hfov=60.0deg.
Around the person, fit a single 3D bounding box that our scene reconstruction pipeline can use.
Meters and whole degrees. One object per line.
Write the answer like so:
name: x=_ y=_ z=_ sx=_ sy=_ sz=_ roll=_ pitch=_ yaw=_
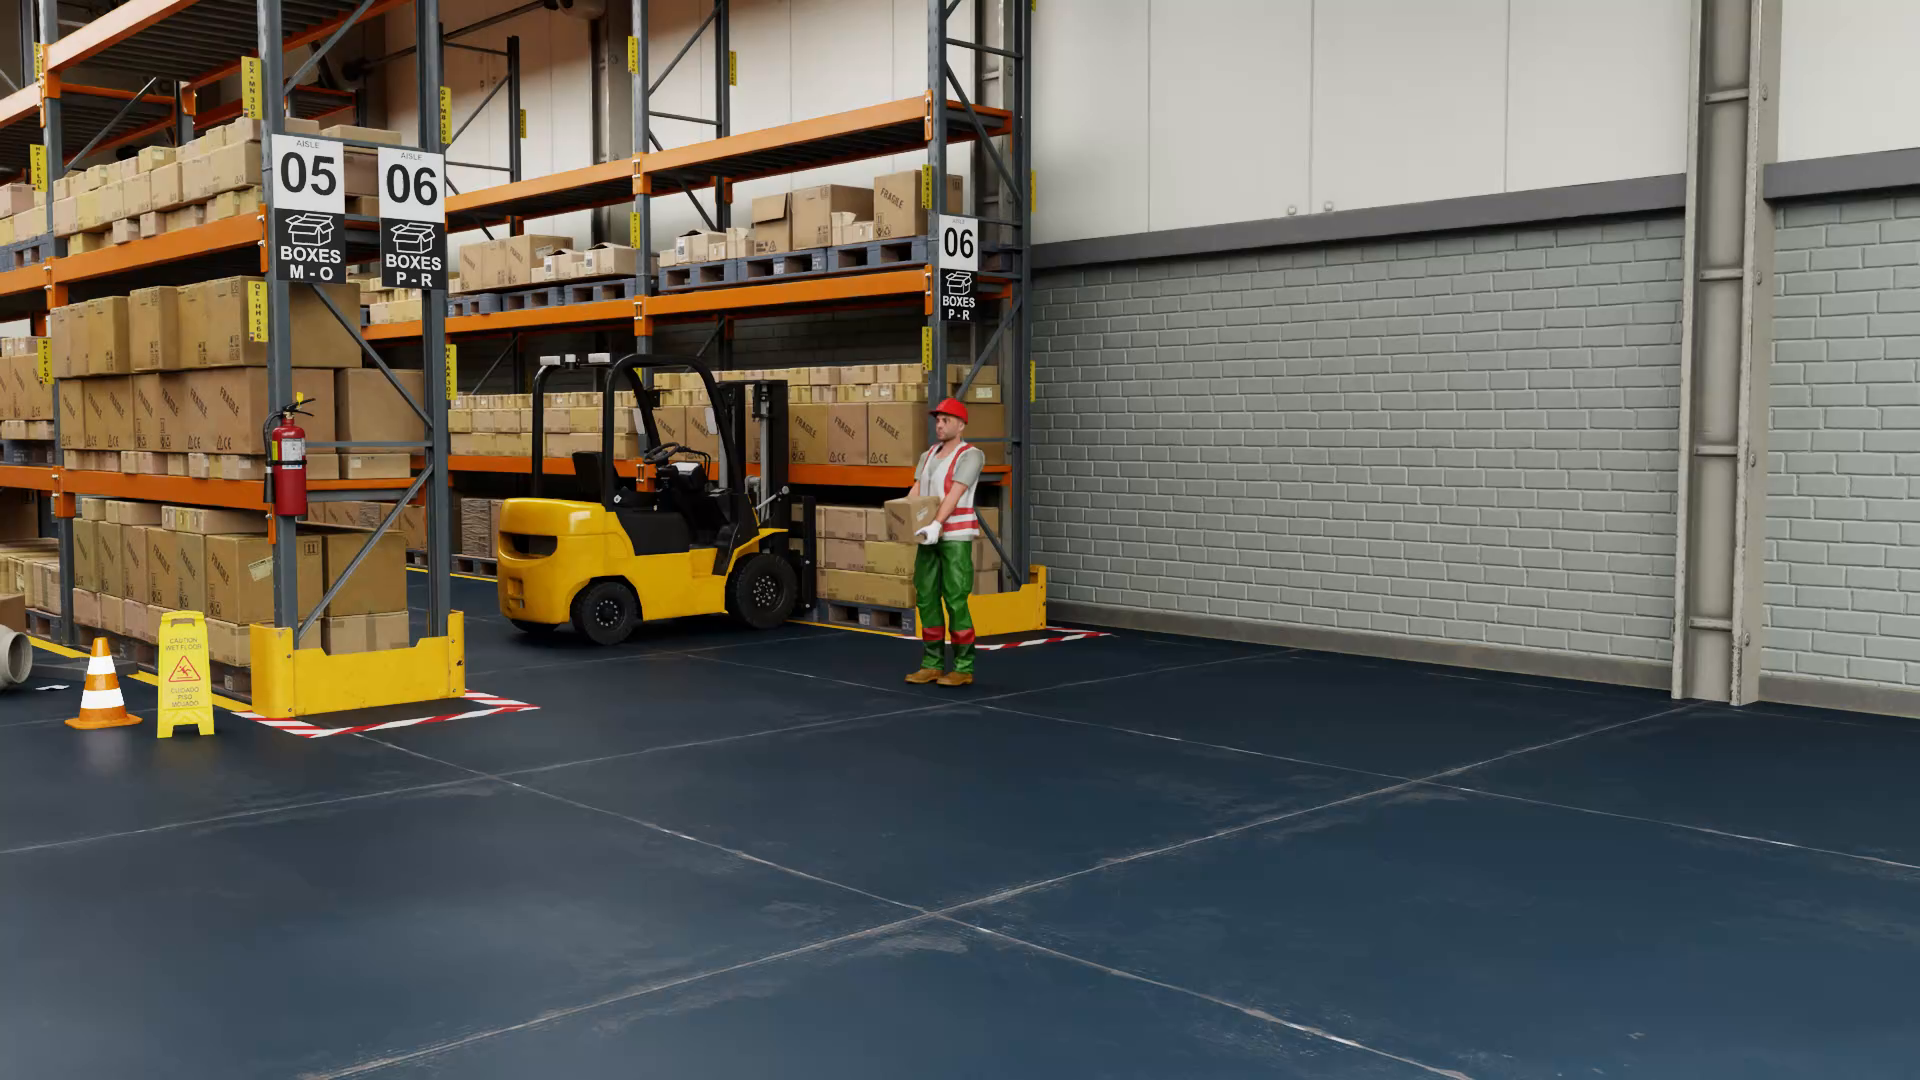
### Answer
person: x=-0.153 y=0.012 z=10.353 sx=0.559 sy=1.786 sz=0.495 roll=-4 pitch=5 yaw=-44
